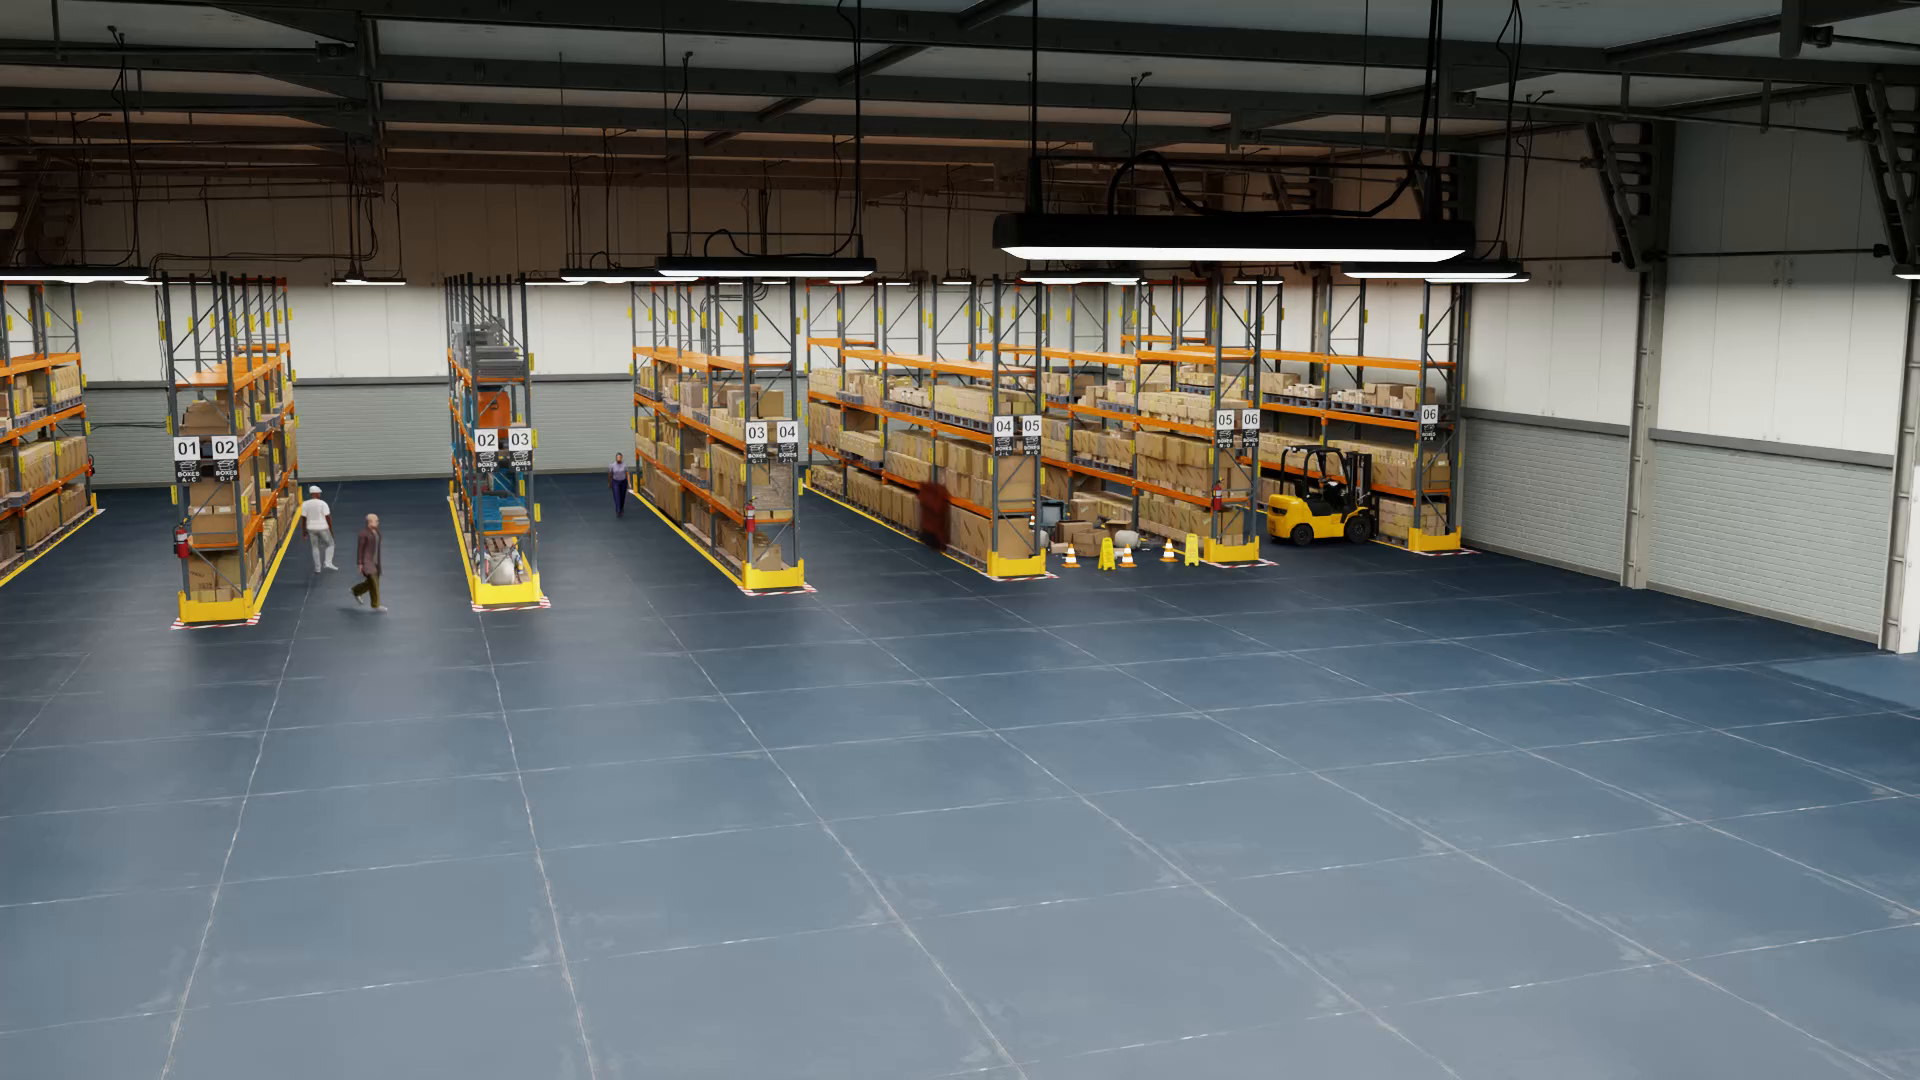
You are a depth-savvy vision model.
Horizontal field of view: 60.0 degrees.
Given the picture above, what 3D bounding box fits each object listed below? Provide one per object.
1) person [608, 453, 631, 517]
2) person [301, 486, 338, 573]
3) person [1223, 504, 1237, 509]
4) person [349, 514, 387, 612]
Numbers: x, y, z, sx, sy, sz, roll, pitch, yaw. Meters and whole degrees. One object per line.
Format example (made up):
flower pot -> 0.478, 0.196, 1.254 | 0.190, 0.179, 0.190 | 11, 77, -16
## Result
person -> -8.626, -1.424, 42.118 | 0.543, 1.588, 1.022 | -3, 9, -20
person -> -12.932, -0.214, 33.550 | 0.694, 1.742, 0.492 | -1, 9, -8
person -> 6.538, -1.086, 39.608 | 0.659, 1.721, 0.720 | -6, 11, -36
person -> -10.597, 0.388, 29.694 | 0.984, 1.740, 0.593 | 4, 9, 23
